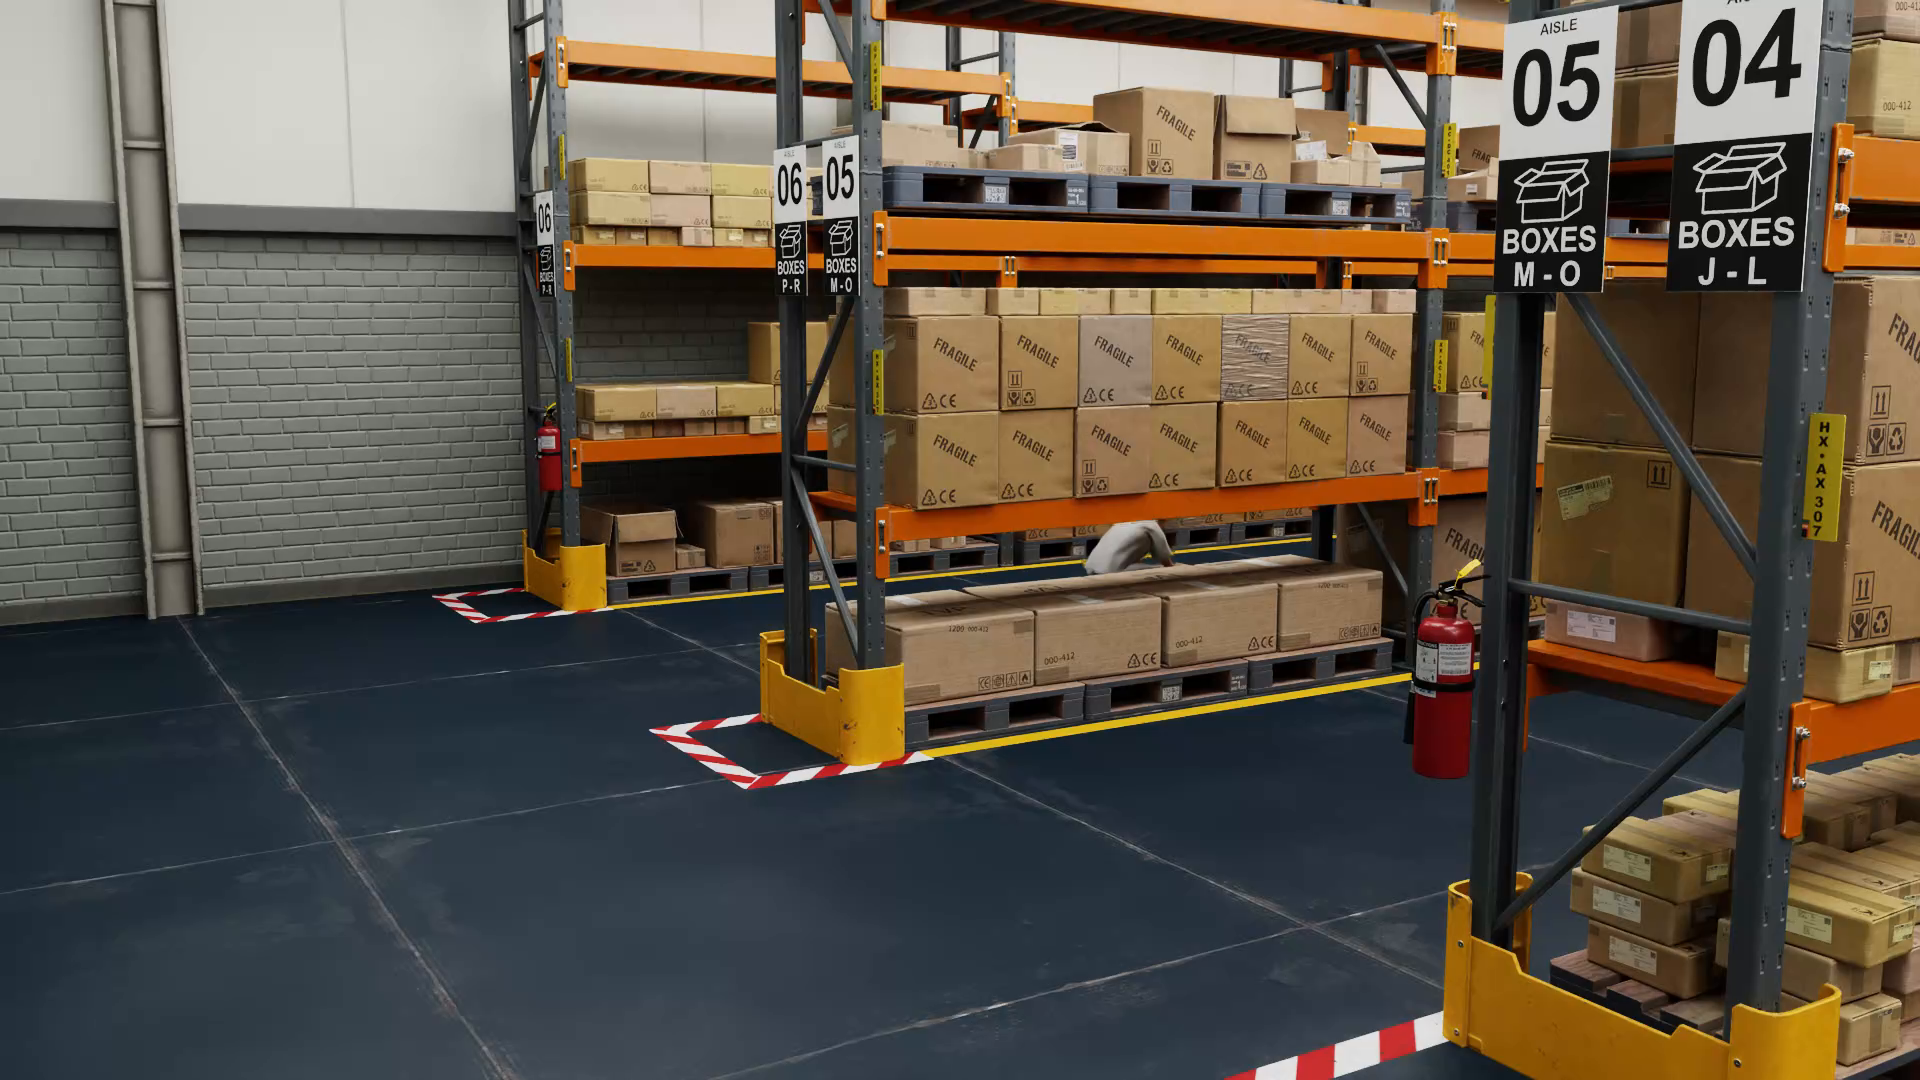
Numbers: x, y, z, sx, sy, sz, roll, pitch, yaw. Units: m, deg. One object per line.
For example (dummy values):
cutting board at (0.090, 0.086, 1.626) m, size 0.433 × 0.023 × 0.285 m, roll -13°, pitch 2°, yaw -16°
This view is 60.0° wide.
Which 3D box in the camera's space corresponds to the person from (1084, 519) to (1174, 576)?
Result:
person at (1.262, 0.186, 12.080) m, size 0.794 × 0.955 × 0.477 m, roll -5°, pitch 10°, yaw -31°
